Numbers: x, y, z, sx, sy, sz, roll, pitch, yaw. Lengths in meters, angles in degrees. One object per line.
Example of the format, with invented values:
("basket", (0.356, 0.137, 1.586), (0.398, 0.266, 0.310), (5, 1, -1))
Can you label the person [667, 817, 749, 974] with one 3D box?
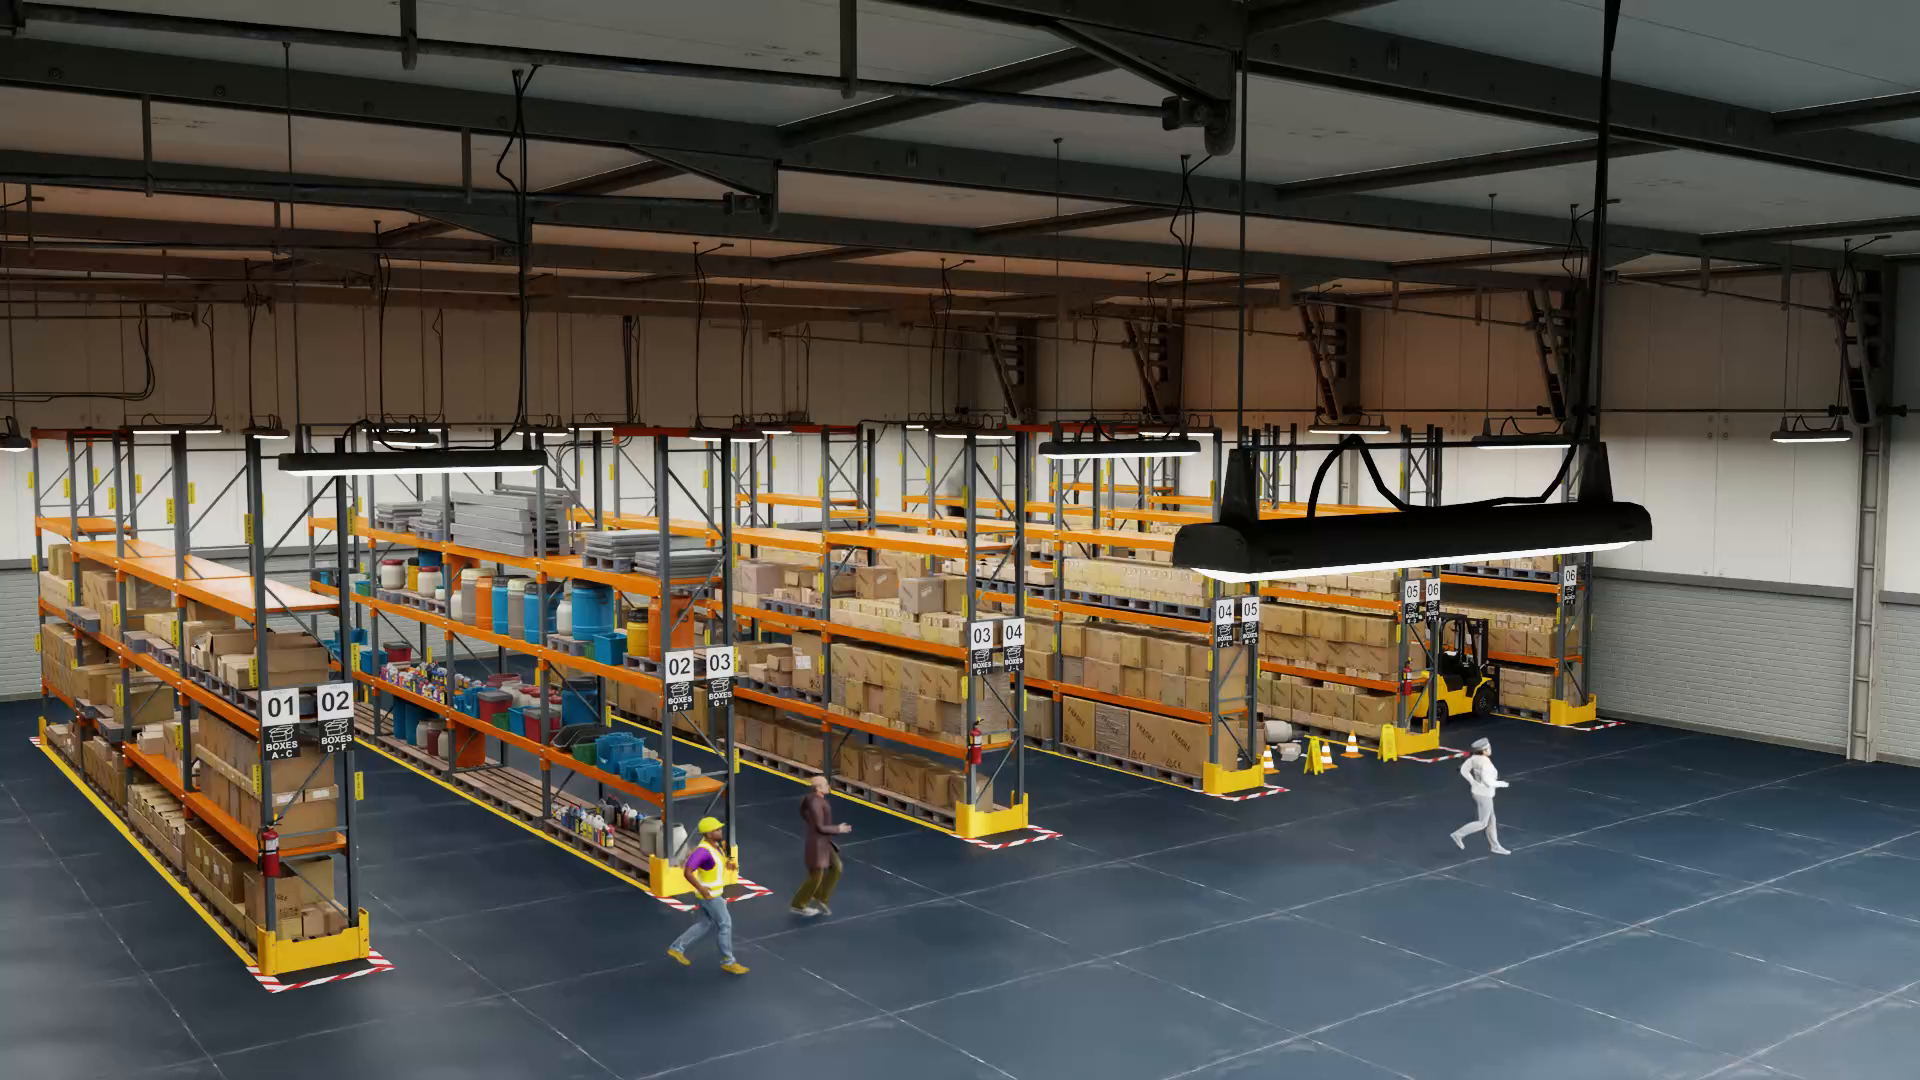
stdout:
("person", (-2.836, 3.979, 18.667), (0.915, 1.780, 0.682), (-1, 5, -8))

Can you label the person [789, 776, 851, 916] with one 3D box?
("person", (-1.741, 3.835, 20.728), (0.783, 1.826, 0.726), (0, 4, -2))

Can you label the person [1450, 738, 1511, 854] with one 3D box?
("person", (7.377, 3.634, 23.544), (0.901, 1.692, 0.616), (0, 4, -3))
